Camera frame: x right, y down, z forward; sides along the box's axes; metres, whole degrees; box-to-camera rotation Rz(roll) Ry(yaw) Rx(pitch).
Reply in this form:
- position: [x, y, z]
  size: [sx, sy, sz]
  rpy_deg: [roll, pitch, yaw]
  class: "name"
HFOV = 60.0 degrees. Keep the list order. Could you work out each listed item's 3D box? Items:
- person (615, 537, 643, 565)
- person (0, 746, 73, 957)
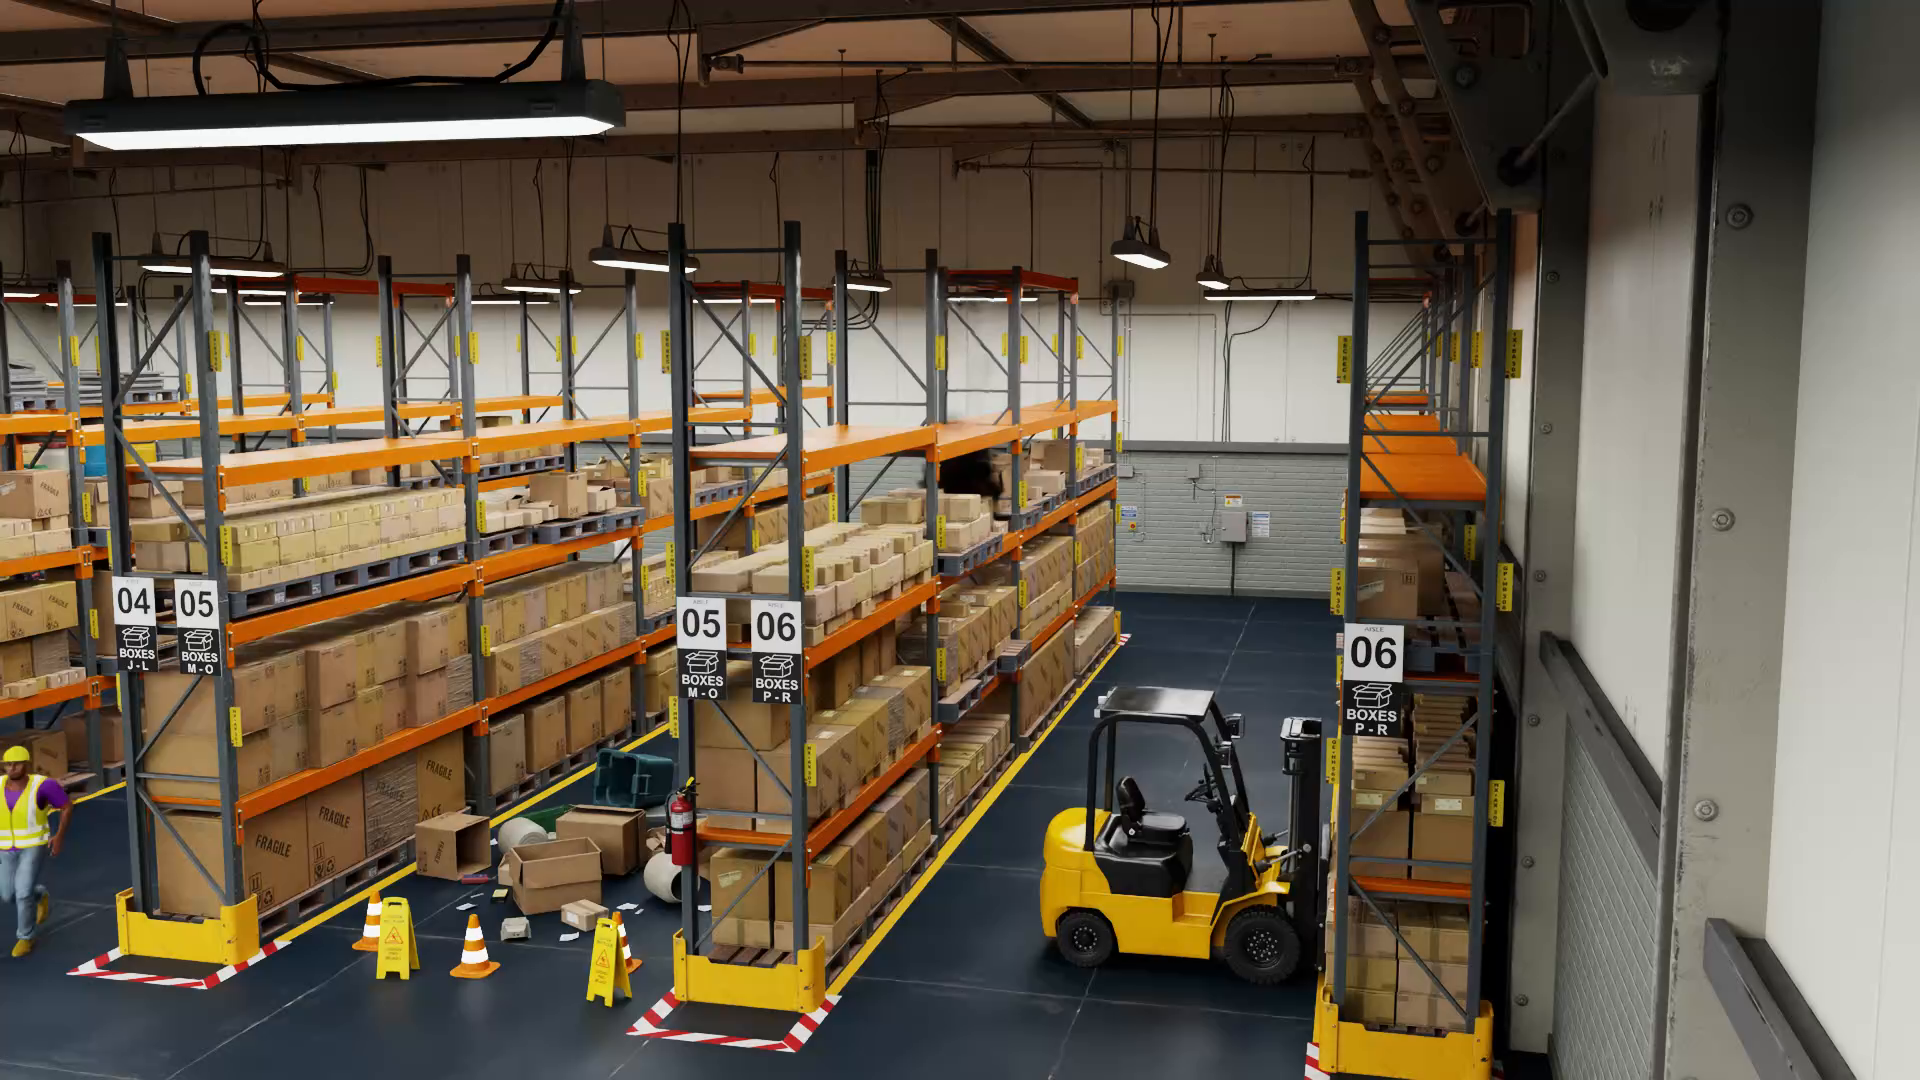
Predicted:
- position: [-6.174, 0.523, 31.319]
  size: [0.734, 1.731, 0.865]
  rpy_deg: [6, 9, 43]
  class: "person"
- position: [-7.970, 2.601, 14.168]
  size: [0.738, 1.748, 0.681]
  rpy_deg: [0, 7, -3]
  class: "person"
